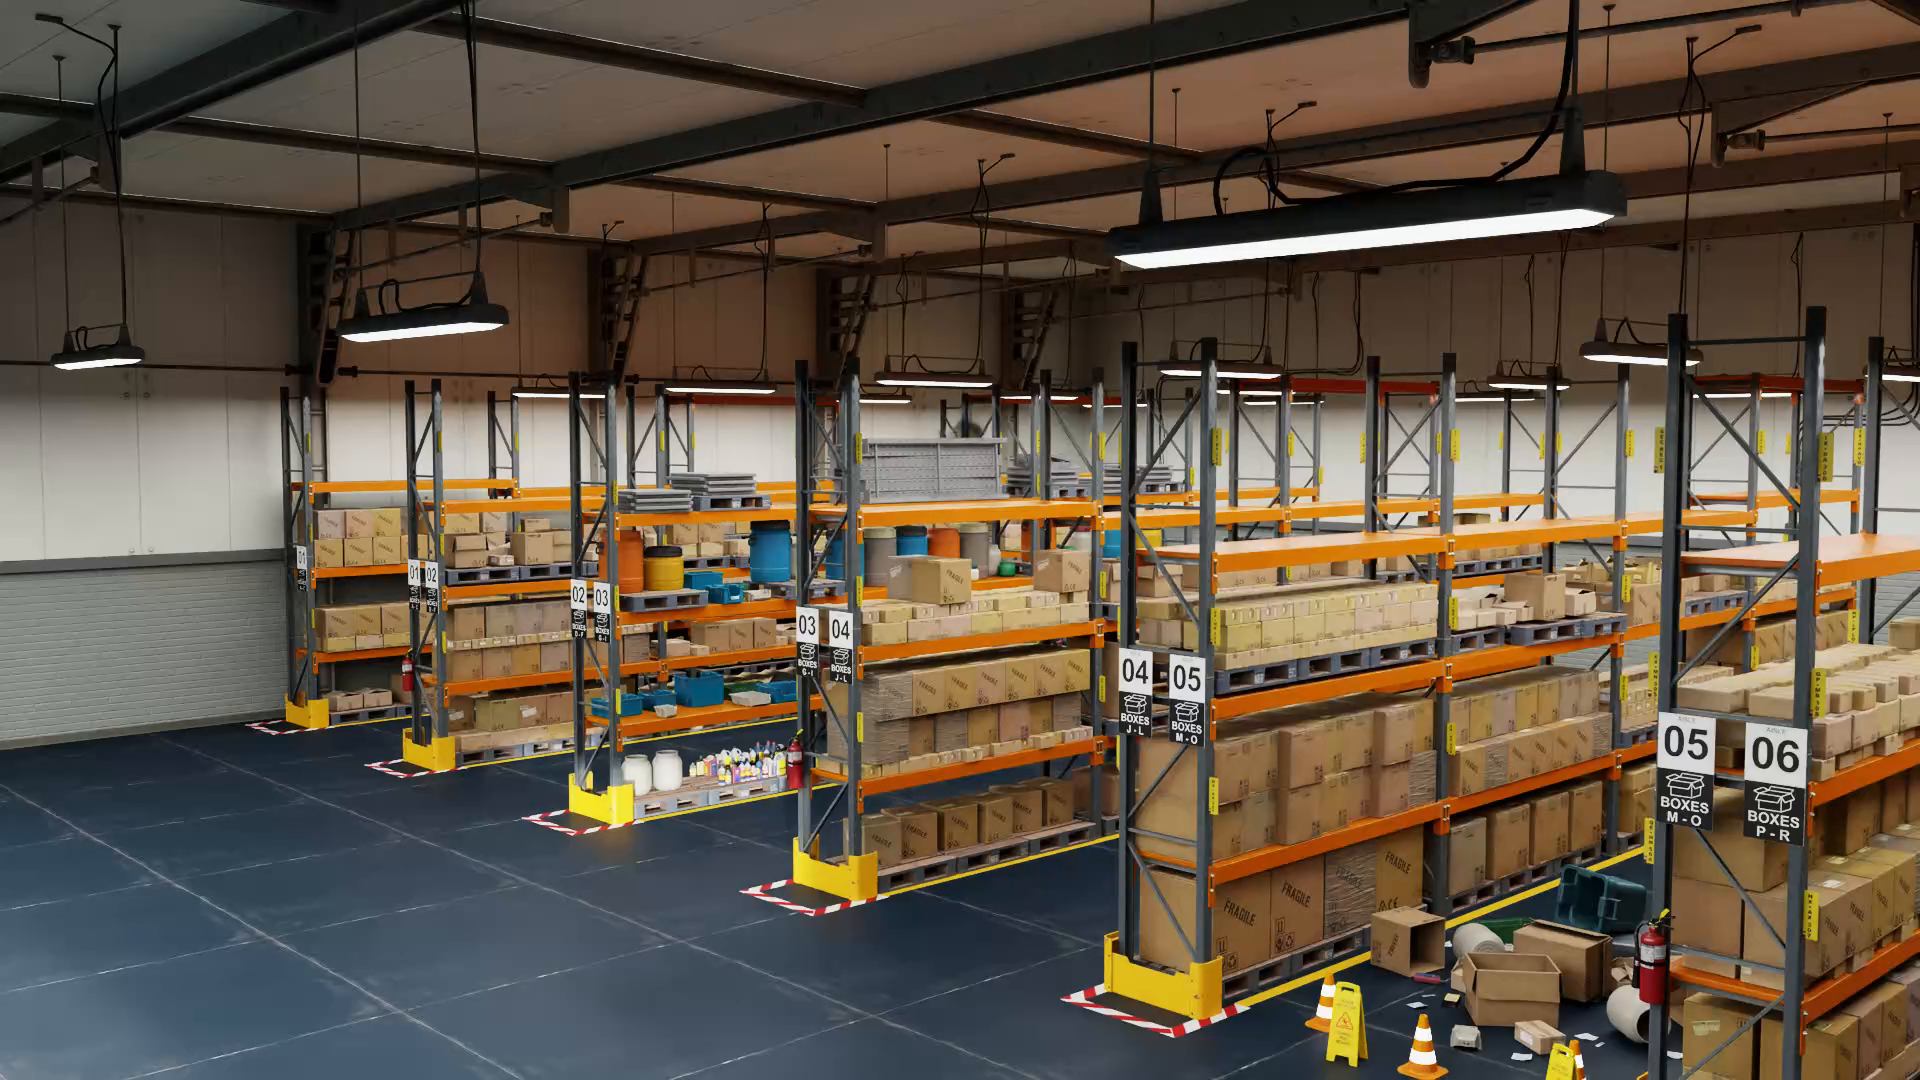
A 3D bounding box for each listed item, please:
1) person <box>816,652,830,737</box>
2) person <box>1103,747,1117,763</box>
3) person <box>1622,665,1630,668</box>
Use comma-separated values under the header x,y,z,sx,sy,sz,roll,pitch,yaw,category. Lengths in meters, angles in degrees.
x,y,z,sx,sy,sz,roll,pitch,yaw,category
-2.313,2.509,28.127,0.711,1.692,0.583,2,4,33,person
2.252,2.717,24.711,0.863,1.741,0.714,-3,5,-43,person
10.340,2.736,25.545,1.019,1.713,0.701,-4,5,-45,person
